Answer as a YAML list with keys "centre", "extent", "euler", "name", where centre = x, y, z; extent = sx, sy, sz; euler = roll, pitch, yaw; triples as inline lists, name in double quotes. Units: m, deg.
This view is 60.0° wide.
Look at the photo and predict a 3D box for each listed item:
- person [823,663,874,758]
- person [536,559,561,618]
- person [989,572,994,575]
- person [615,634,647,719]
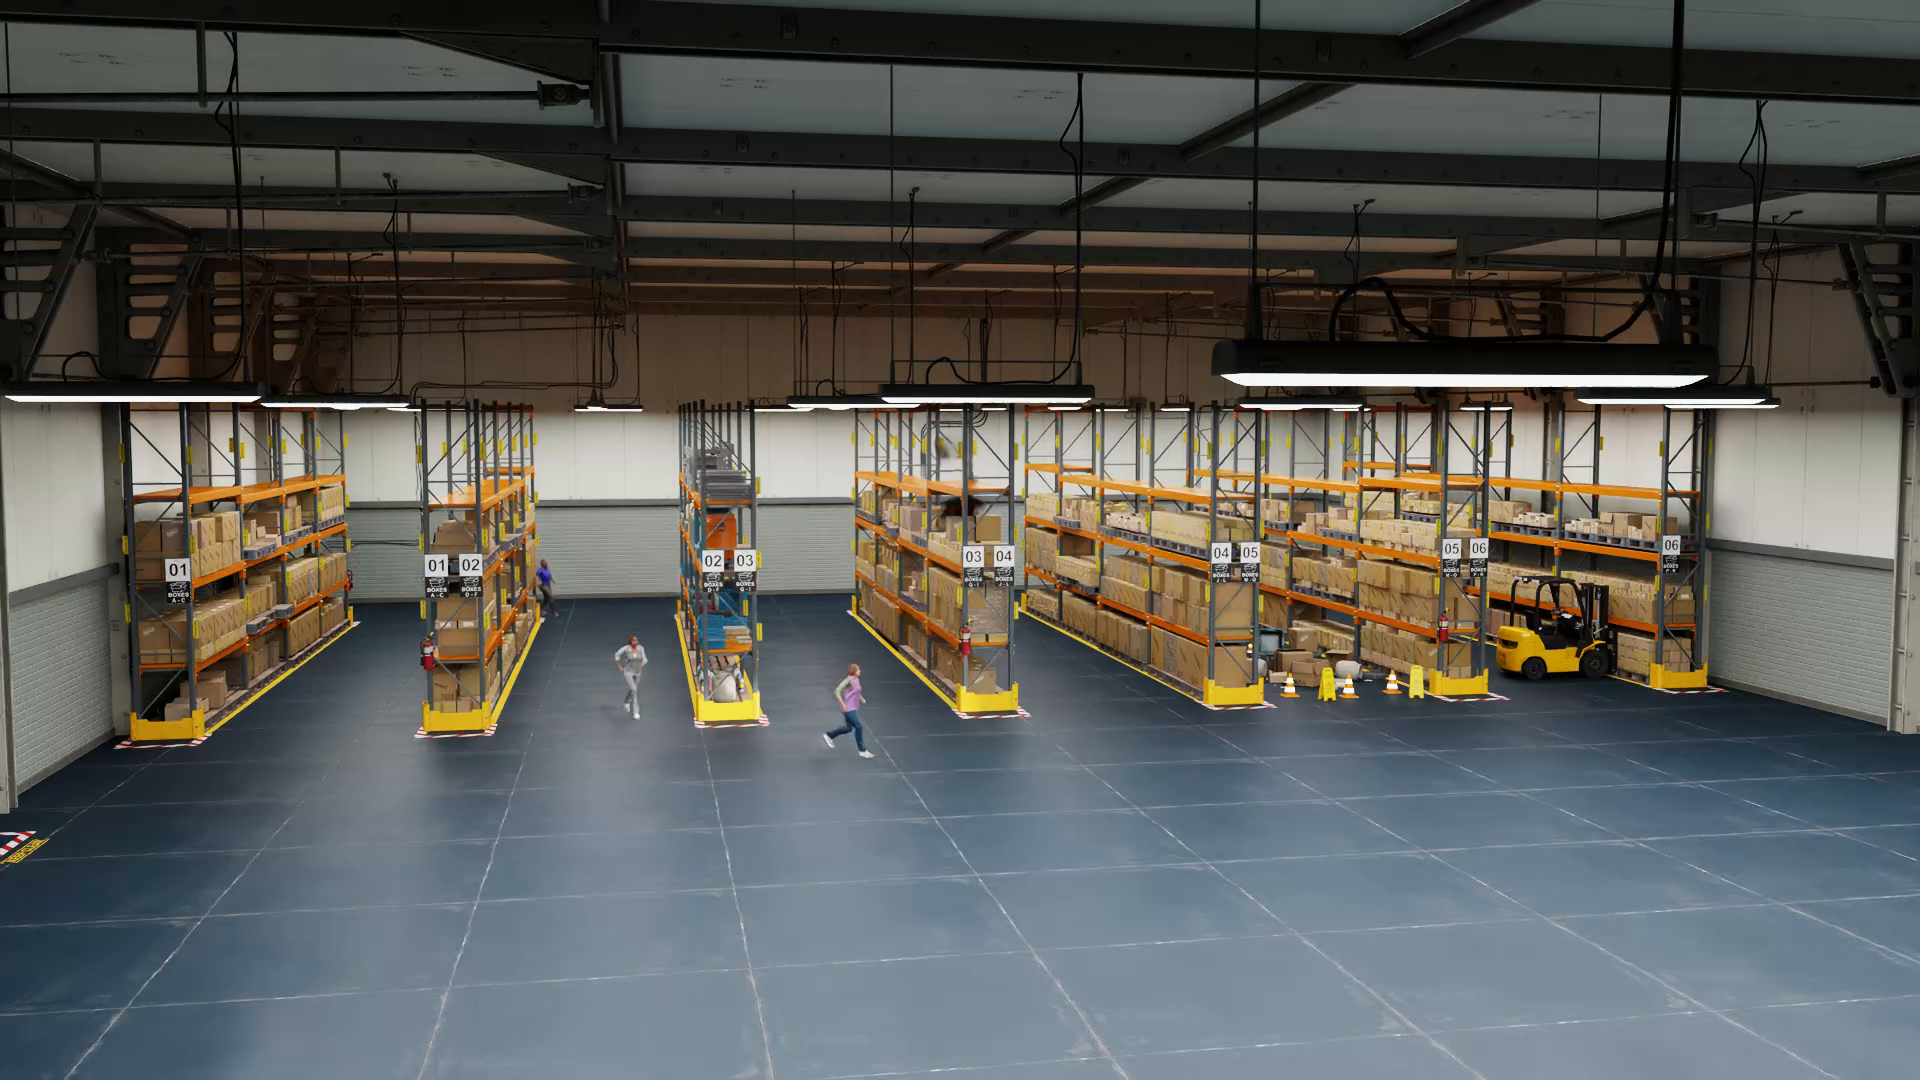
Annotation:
- centre: [-1.875, 2.840, 27.786]
  extent: [0.890, 1.588, 0.559]
  euler: [1, 5, 17]
  name: "person"
- centre: [-11.679, 1.375, 46.910]
  extent: [0.796, 1.677, 0.667]
  euler: [1, 4, 15]
  name: "person"
- centre: [0.895, 1.376, 46.793]
  extent: [0.571, 1.646, 0.754]
  euler: [0, 4, -6]
  name: "person"
- centre: [-6.240, 2.585, 31.528]
  extent: [0.552, 1.633, 0.826]
  euler: [-3, 5, -33]
  name: "person"
